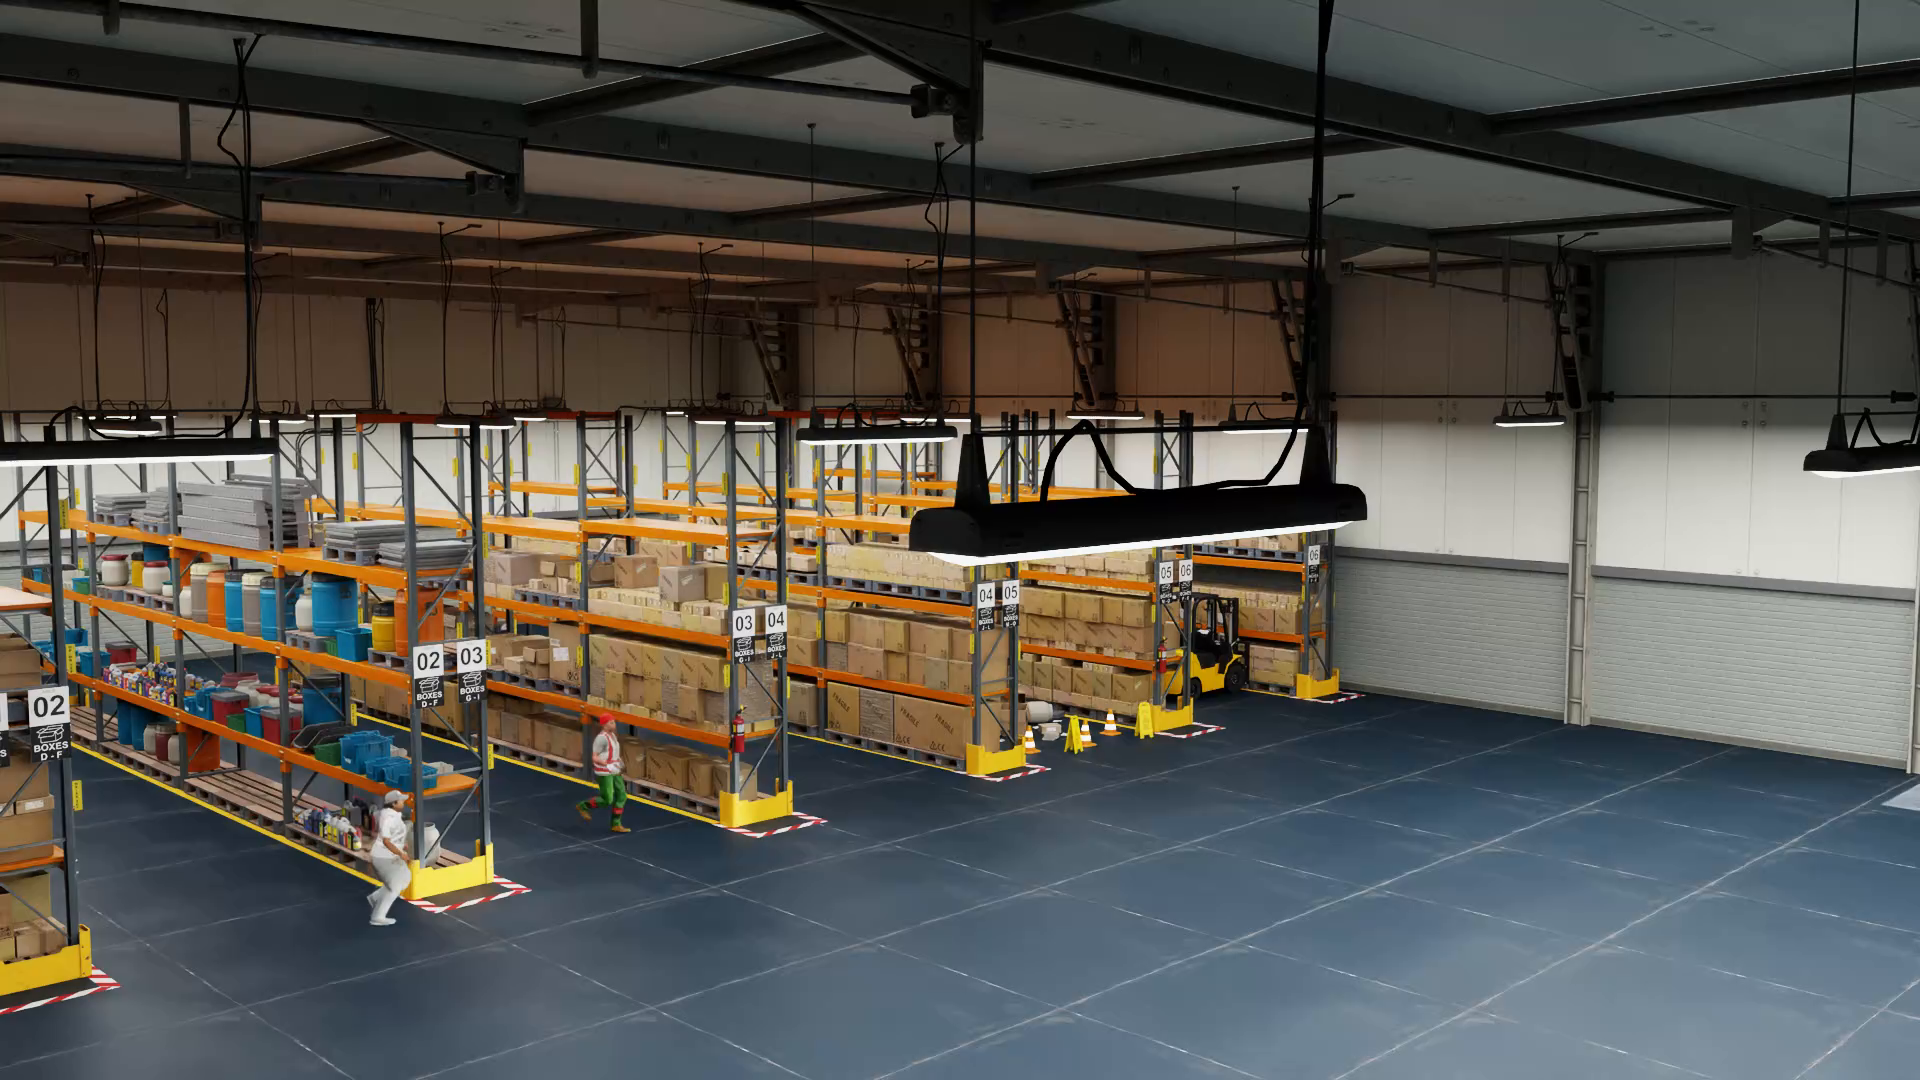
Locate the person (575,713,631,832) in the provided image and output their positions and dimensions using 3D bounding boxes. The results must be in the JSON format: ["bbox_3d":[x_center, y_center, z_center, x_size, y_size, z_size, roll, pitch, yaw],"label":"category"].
[{"bbox_3d":[-5.180,3.371,24.149,0.827,1.752,0.663,1,5,15],"label":"person"}]

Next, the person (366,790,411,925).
[{"bbox_3d":[-6.865,3.806,19.960,0.520,1.618,0.582,-2,5,-19],"label":"person"}]

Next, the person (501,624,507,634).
[{"bbox_3d":[-9.054,2.566,33.275,0.722,1.789,0.691,4,6,37],"label":"person"}]

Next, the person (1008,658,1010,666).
[{"bbox_3d":[0.859,2.259,37.568,0.861,1.609,0.609,5,7,43],"label":"person"}]
